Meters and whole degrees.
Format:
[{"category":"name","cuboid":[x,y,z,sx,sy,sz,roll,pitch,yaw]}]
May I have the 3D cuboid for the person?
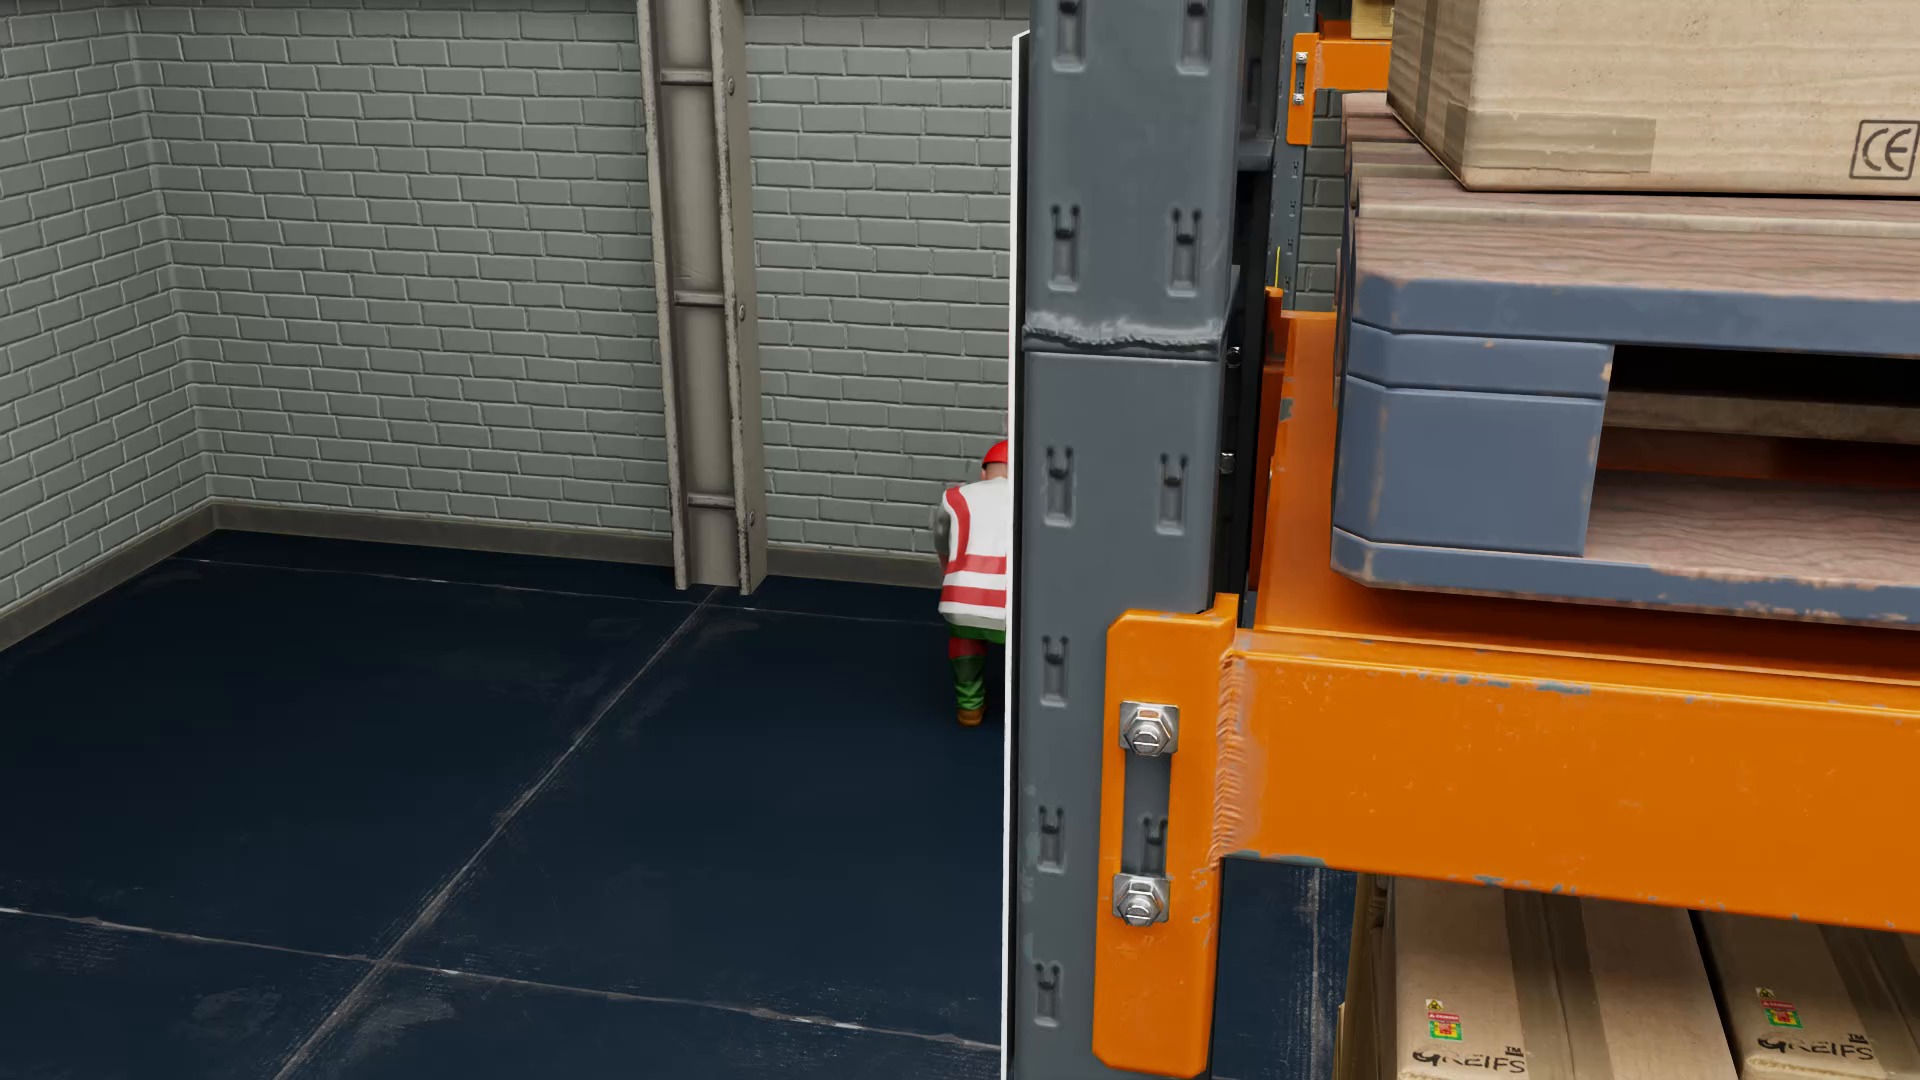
[{"category":"person","cuboid":[0.142,0.210,6.945,0.582,1.114,0.856,5,22,13]}]
